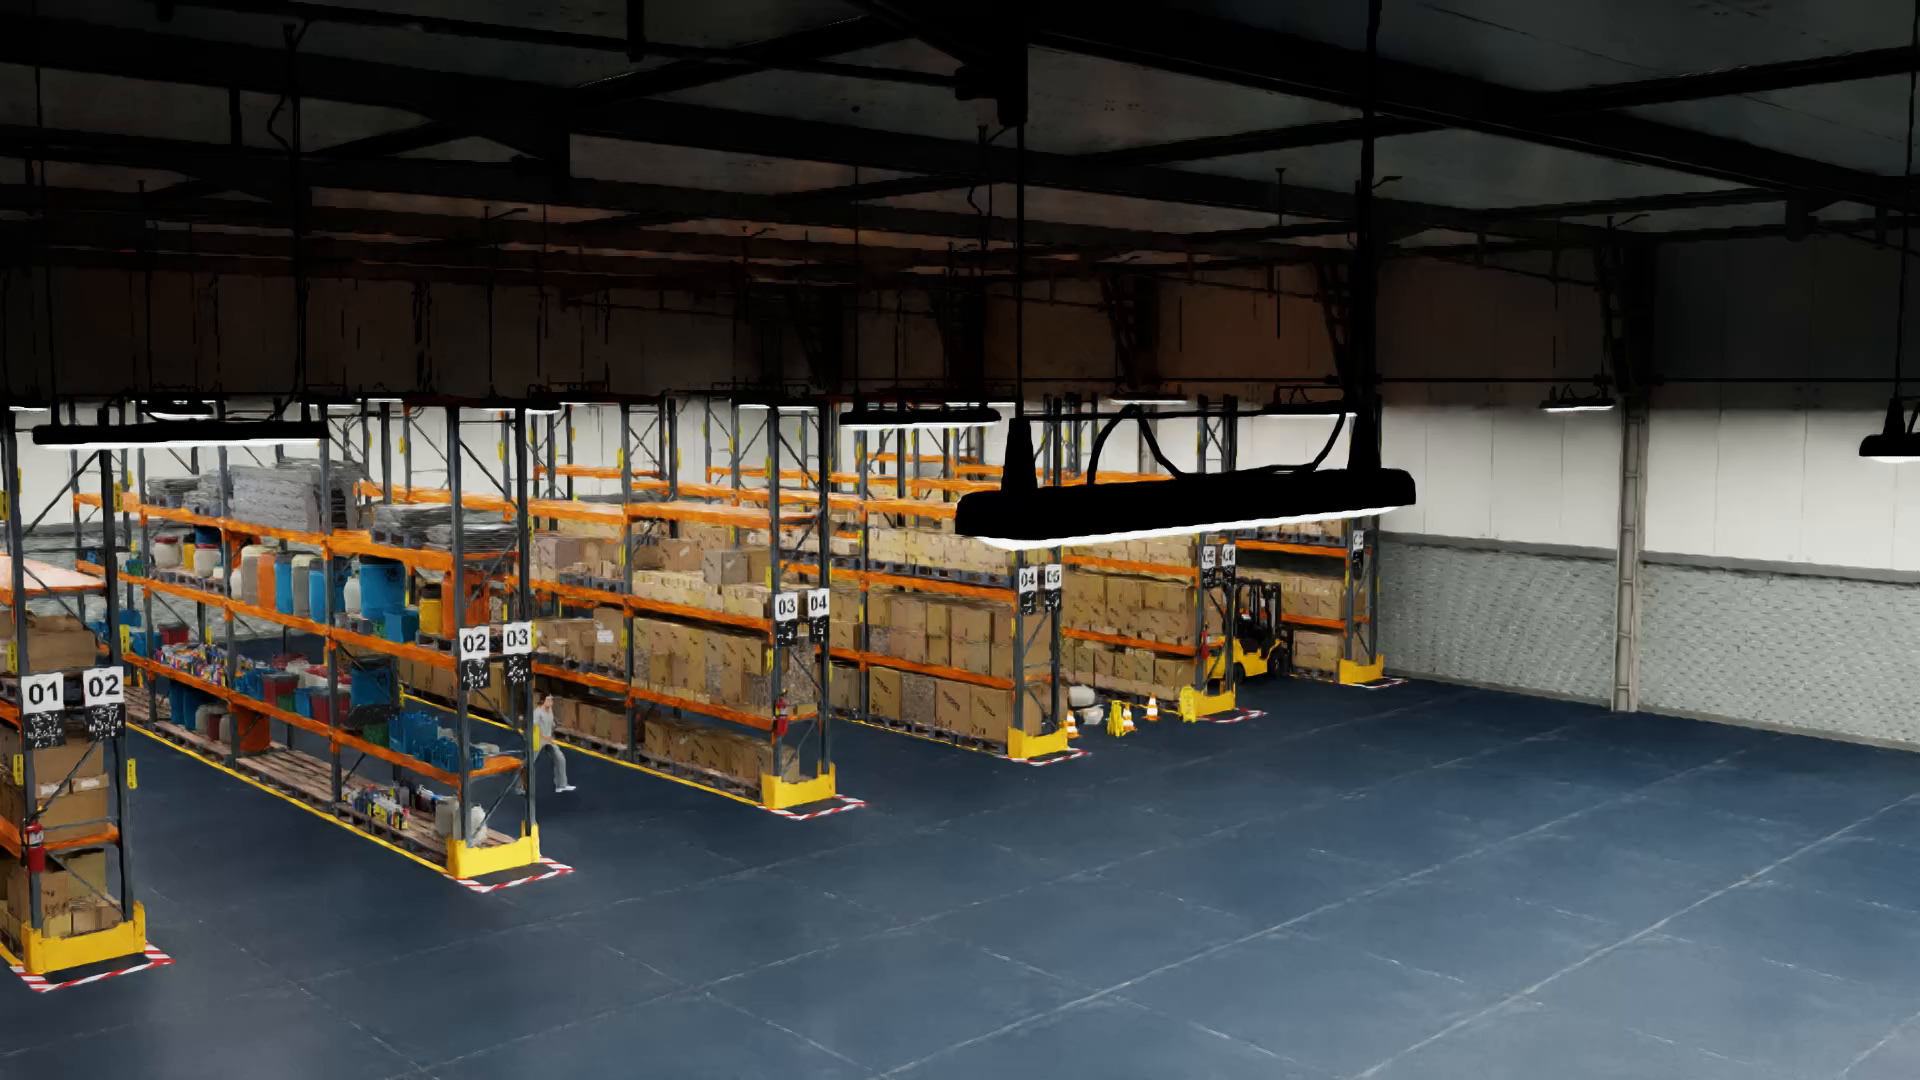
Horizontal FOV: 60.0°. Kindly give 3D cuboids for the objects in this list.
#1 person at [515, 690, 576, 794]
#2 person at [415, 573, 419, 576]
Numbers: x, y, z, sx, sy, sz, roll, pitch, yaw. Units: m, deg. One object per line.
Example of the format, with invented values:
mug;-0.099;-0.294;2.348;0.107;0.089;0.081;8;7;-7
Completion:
person;-6.386;3.070;25.385;0.814;1.604;0.609;3;6;30
person;-12.895;1.630;39.720;0.696;1.714;0.470;1;6;11
